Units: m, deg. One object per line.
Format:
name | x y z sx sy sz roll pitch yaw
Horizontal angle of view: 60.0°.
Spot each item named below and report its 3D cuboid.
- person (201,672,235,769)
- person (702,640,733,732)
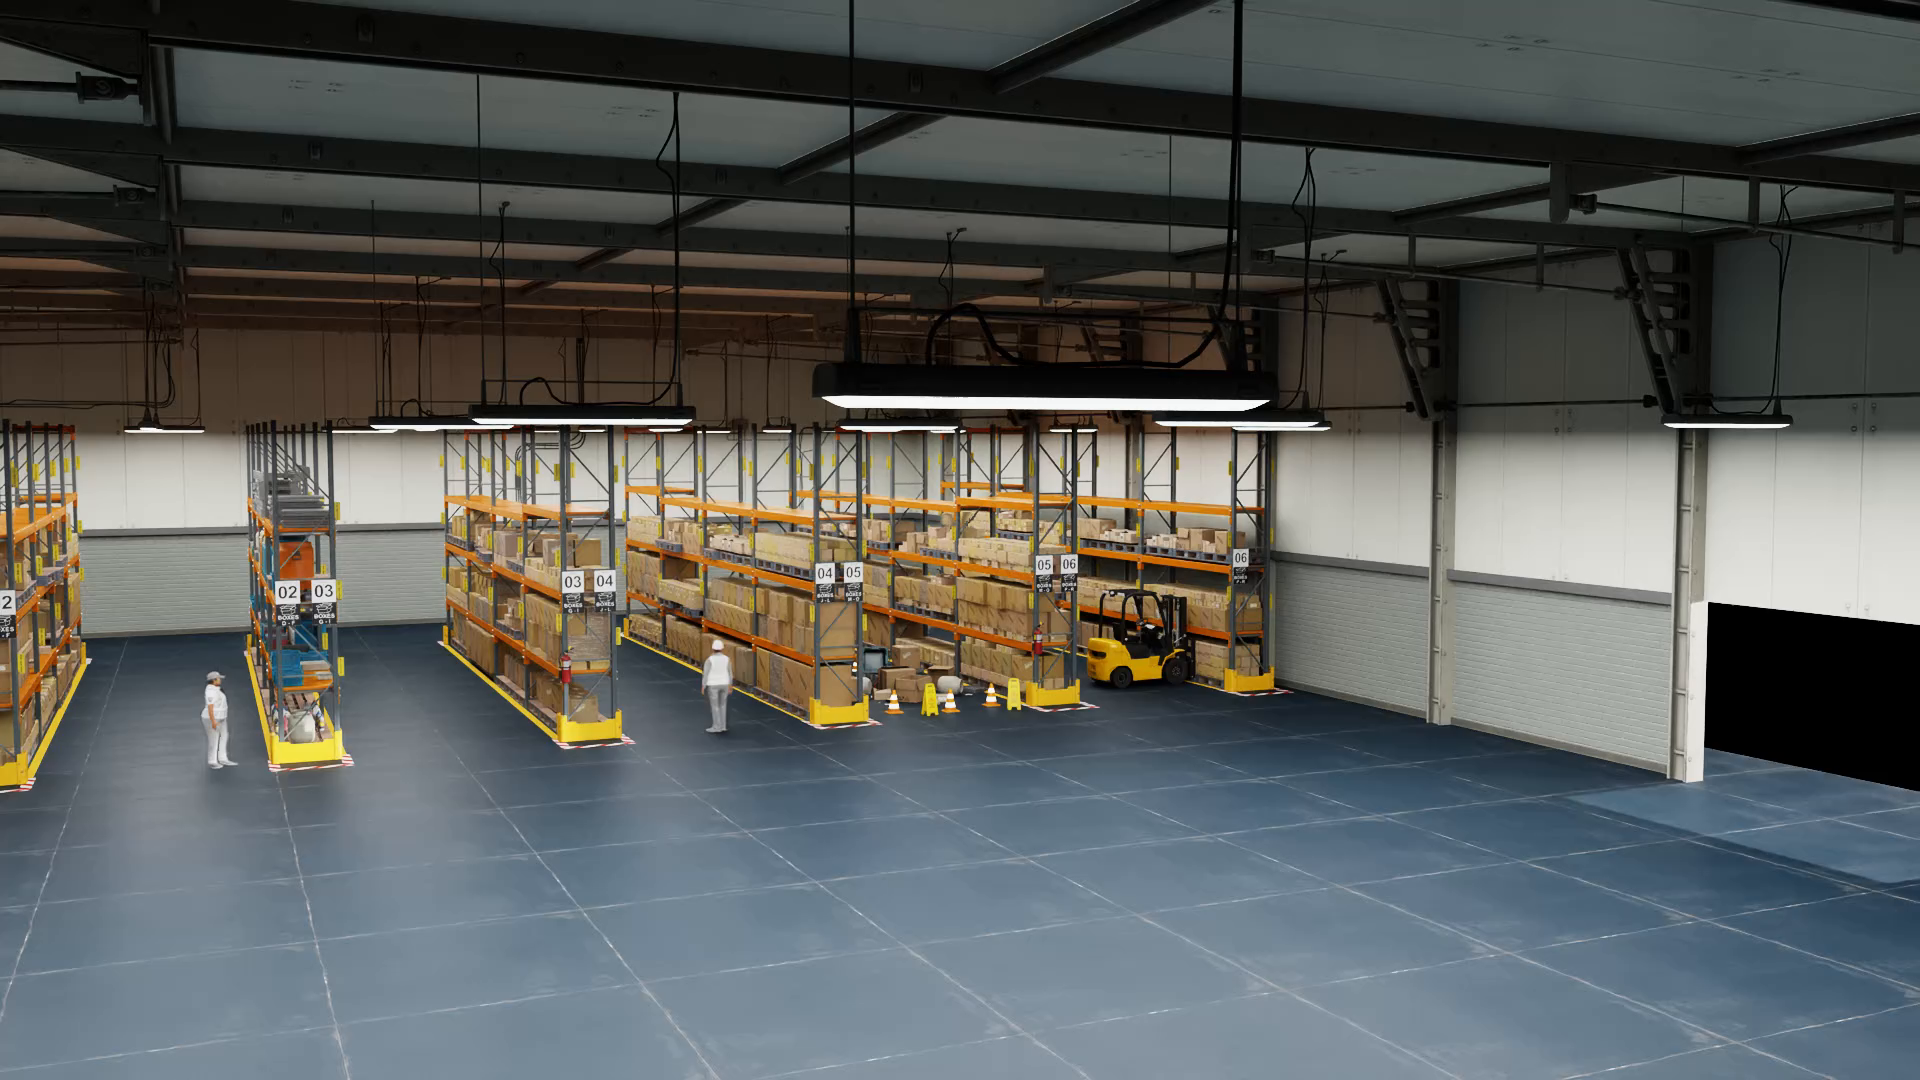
person | -12.865 3.104 28.753 0.426 1.669 0.545 0 4 1
person | -4.686 2.832 32.183 0.589 1.804 0.393 -2 4 -28
